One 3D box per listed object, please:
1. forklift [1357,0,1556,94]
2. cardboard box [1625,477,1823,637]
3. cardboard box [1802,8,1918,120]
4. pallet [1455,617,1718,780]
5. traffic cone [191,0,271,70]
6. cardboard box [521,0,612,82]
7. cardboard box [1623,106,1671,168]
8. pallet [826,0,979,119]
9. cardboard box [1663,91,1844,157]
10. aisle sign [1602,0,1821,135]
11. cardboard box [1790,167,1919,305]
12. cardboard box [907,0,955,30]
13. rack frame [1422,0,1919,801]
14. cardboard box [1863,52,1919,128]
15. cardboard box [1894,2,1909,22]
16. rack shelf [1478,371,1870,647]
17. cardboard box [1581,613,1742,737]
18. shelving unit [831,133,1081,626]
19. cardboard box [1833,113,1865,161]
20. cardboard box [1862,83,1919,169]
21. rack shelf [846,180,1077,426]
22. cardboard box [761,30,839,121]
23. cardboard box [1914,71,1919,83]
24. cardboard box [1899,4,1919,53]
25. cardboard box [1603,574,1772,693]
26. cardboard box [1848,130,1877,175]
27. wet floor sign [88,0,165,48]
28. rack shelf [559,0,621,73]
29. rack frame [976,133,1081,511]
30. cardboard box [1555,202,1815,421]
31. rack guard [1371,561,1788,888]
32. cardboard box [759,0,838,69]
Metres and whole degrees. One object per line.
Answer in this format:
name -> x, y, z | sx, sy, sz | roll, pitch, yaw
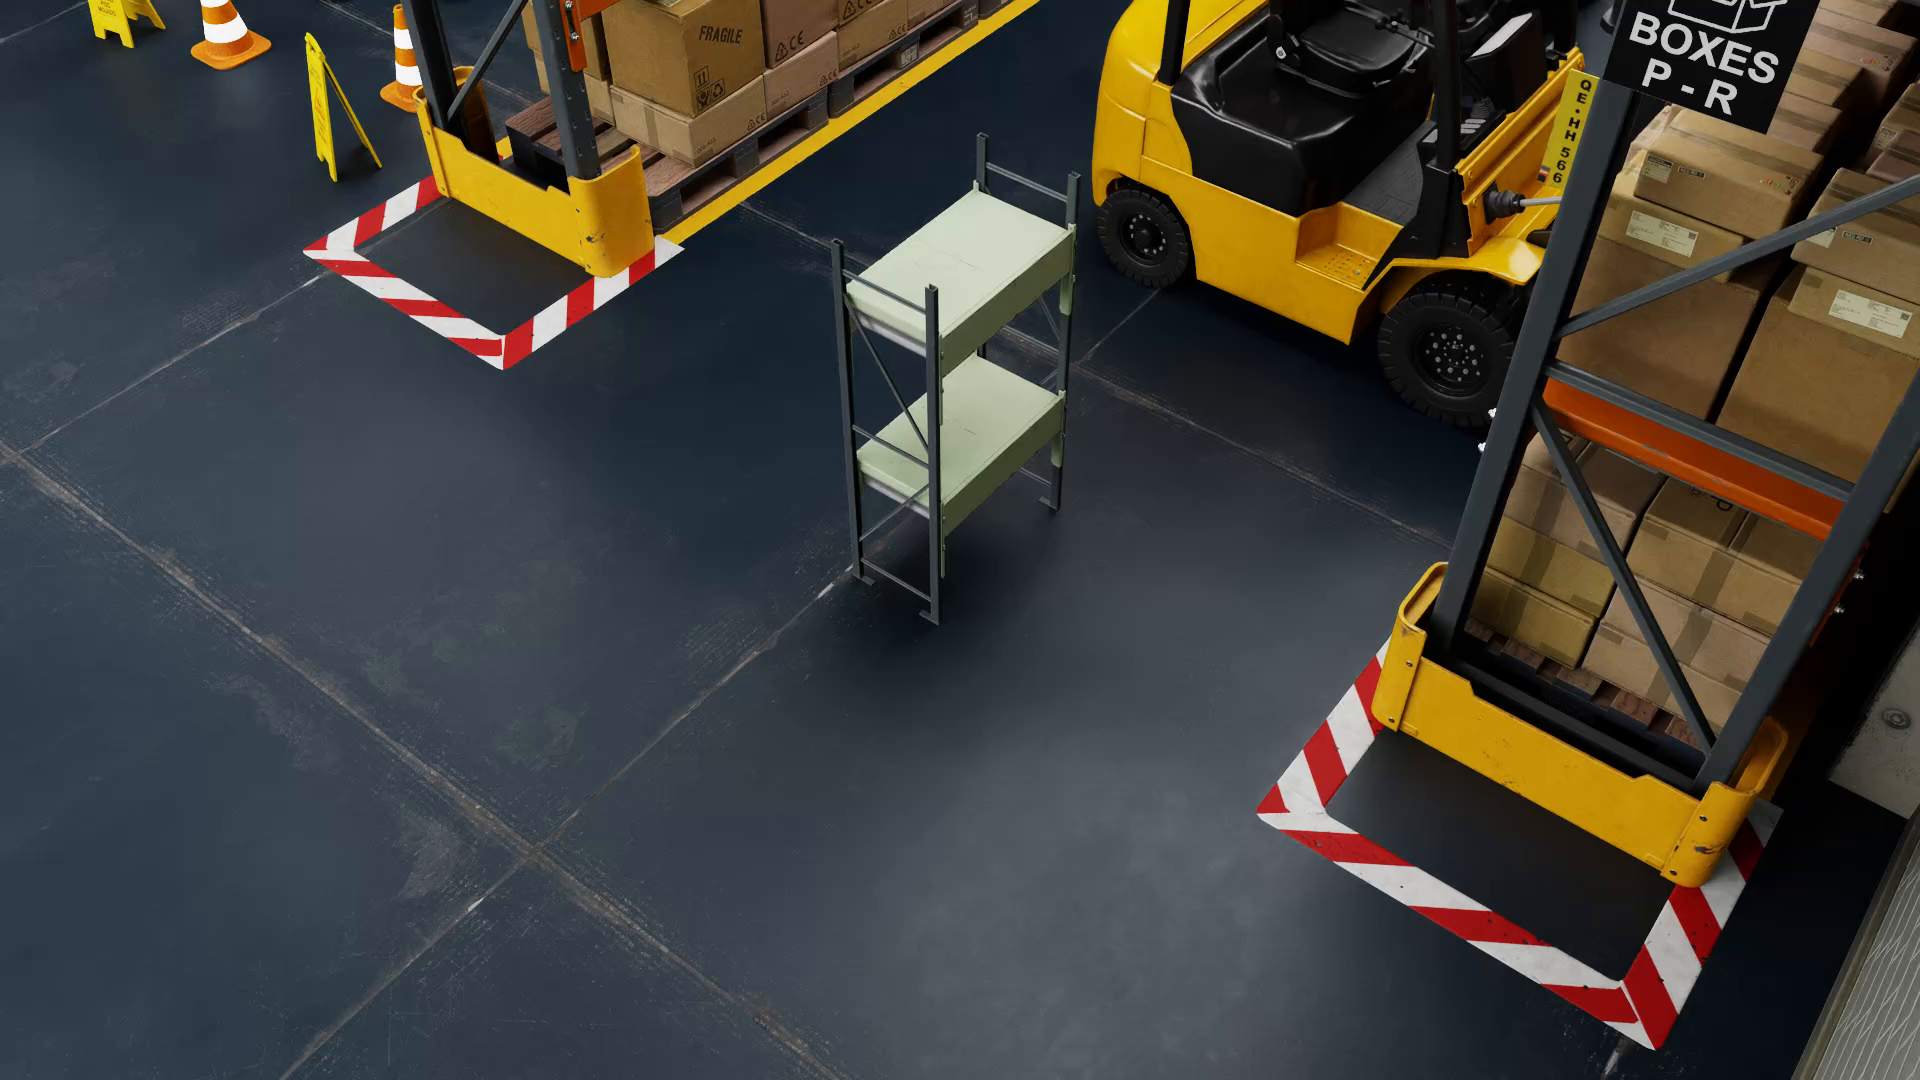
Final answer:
forklift -> 2.099, -3.594, 7.656 | 3.031, 2.935, 1.130 | -33, 55, -27
cardboard box -> 2.407, -0.029, 5.123 | 0.500, 0.250, 0.500 | 28, 53, 24
cardboard box -> 2.492, -1.383, 4.773 | 0.380, 0.149, 0.250 | 30, 53, 25
pallet -> 2.398, 0.210, 5.903 | 1.003, 0.211, 1.213 | 29, 53, 25
traffic cone -> -3.811, -2.726, 8.534 | 0.336, 0.463, 0.334 | 29, 53, 25
cardboard box -> -1.683, -2.517, 7.673 | 0.500, 0.500, 0.500 | 30, 53, 25
cardboard box -> 2.086, -1.037, 4.649 | 0.380, 0.149, 0.250 | 30, 53, 26
pallet -> -0.649, -2.714, 8.697 | 1.003, 0.211, 1.213 | 29, 53, 25
cardboard box -> 2.142, -1.111, 4.514 | 0.380, 0.149, 0.250 | 29, 53, 25
aisle sign -> 1.691, -1.287, 3.608 | 0.394, 0.787, 0.004 | 29, 53, 25
cardboard box -> 2.338, -0.756, 4.175 | 0.380, 0.149, 0.250 | 28, 53, 24
cardboard box -> -0.302, -2.918, 8.575 | 0.500, 0.250, 0.500 | 30, 53, 26
rack frame -> 1.963, -0.297, 4.459 | 1.000, 3.000, 0.127 | 29, 53, 25
cardboard box -> 2.694, -1.315, 5.363 | 0.500, 0.500, 0.500 | 28, 53, 24
cardboard box -> 2.717, -1.731, 5.106 | 0.380, 0.149, 0.250 | 30, 53, 26
rack shelf -> 3.186, -1.193, 5.813 | 1.077, 0.370, 4.000 | 29, 53, 25
cardboard box -> 2.418, 0.313, 5.488 | 0.500, 0.250, 0.500 | 29, 53, 25
shelving unit -> -0.004, -0.514, 5.704 | 0.431, 1.500, 0.755 | 29, 53, 25
cardboard box -> 2.454, -1.296, 4.895 | 0.380, 0.149, 0.250 | 29, 53, 25
cardboard box -> 2.675, -1.048, 4.454 | 0.380, 0.149, 0.250 | 30, 53, 26
rack shelf -> -0.004, -0.784, 5.422 | 0.431, 0.370, 0.720 | 29, 53, 25
cardboard box -> -0.937, -2.313, 7.996 | 0.500, 0.250, 0.500 | 31, 54, 26
cardboard box -> 2.979, -1.345, 4.737 | 0.380, 0.149, 0.250 | 31, 54, 26
cardboard box -> 2.943, -1.726, 5.306 | 0.380, 0.149, 0.250 | 29, 53, 25
cardboard box -> 2.415, 0.158, 5.290 | 0.500, 0.250, 0.500 | 30, 53, 26
cardboard box -> 2.637, -0.947, 4.562 | 0.380, 0.149, 0.250 | 28, 53, 24
wet floor sign -> -4.396, -2.915, 8.588 | 0.267, 0.644, 0.232 | 21, 50, 19
rack shelf -> -0.744, -3.385, 7.907 | 1.077, 0.370, 4.000 | 29, 53, 25
rack frame -> 0.220, -0.724, 5.904 | 0.400, 1.500, 0.023 | 29, 53, 25
cardboard box -> 2.057, -0.729, 4.803 | 0.500, 0.500, 0.500 | 28, 52, 24
rack guard -> 1.949, 0.580, 5.350 | 1.175, 0.500, 0.348 | 29, 53, 25
cardboard box -> -0.924, -2.598, 7.750 | 0.500, 0.500, 0.500 | 27, 52, 24
